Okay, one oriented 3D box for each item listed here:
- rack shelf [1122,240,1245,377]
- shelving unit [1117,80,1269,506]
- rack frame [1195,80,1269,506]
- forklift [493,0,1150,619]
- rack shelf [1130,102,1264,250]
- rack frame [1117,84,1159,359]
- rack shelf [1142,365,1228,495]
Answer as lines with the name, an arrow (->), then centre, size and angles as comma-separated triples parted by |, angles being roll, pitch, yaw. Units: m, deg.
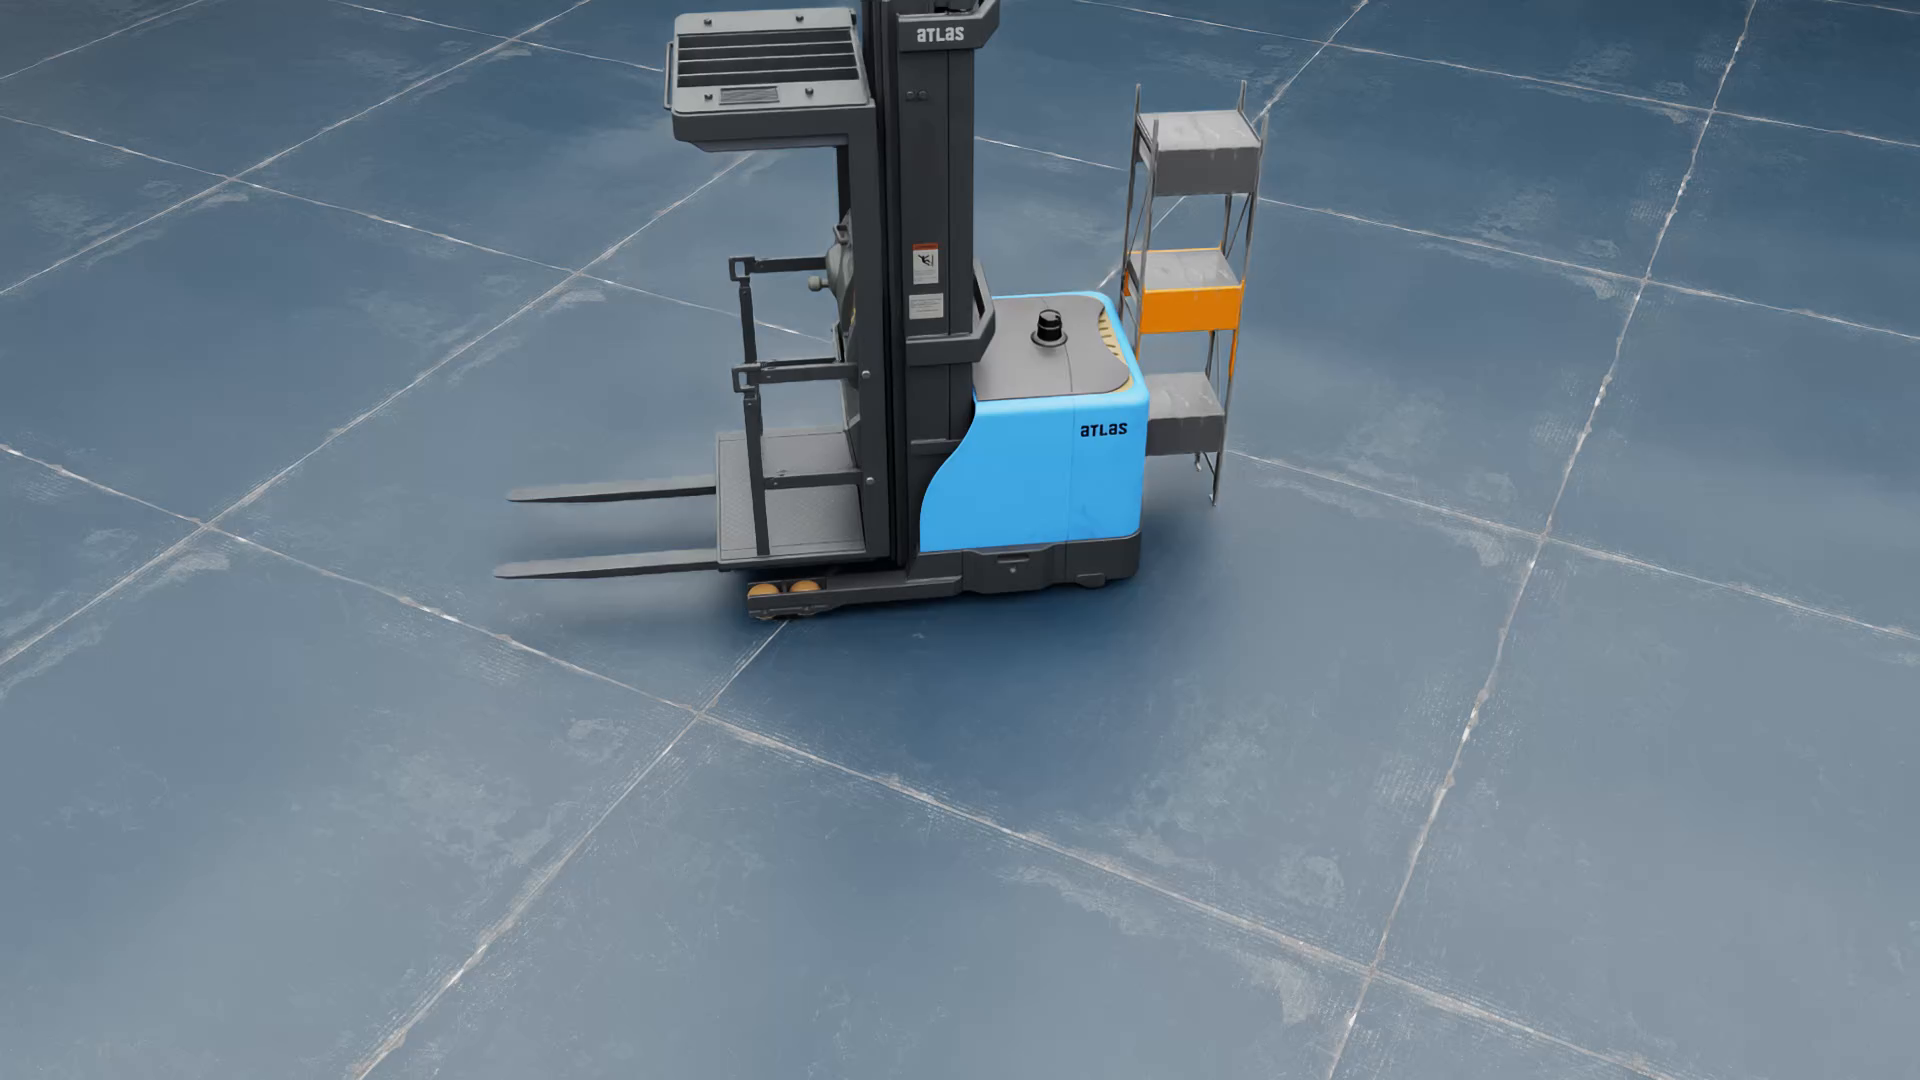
rack shelf -> 1.052, -1.103, 8.002 | 0.480, 0.518, 0.431 | -4, 37, -7
shelving unit -> 1.052, -1.114, 7.993 | 0.503, 2.100, 0.431 | -4, 37, -7
rack frame -> 1.294, -1.130, 8.021 | 0.015, 2.100, 0.400 | -4, 37, -7
forklift -> -0.696, -1.137, 7.343 | 3.031, 2.935, 1.130 | -4, 37, -6
rack shelf -> 1.063, -1.661, 7.579 | 0.480, 0.518, 0.431 | -4, 37, -7
rack frame -> 0.810, -1.097, 7.965 | 0.015, 2.100, 0.400 | -4, 37, -7
rack shelf -> 1.041, -0.545, 8.424 | 0.480, 0.518, 0.431 | -4, 37, -7
